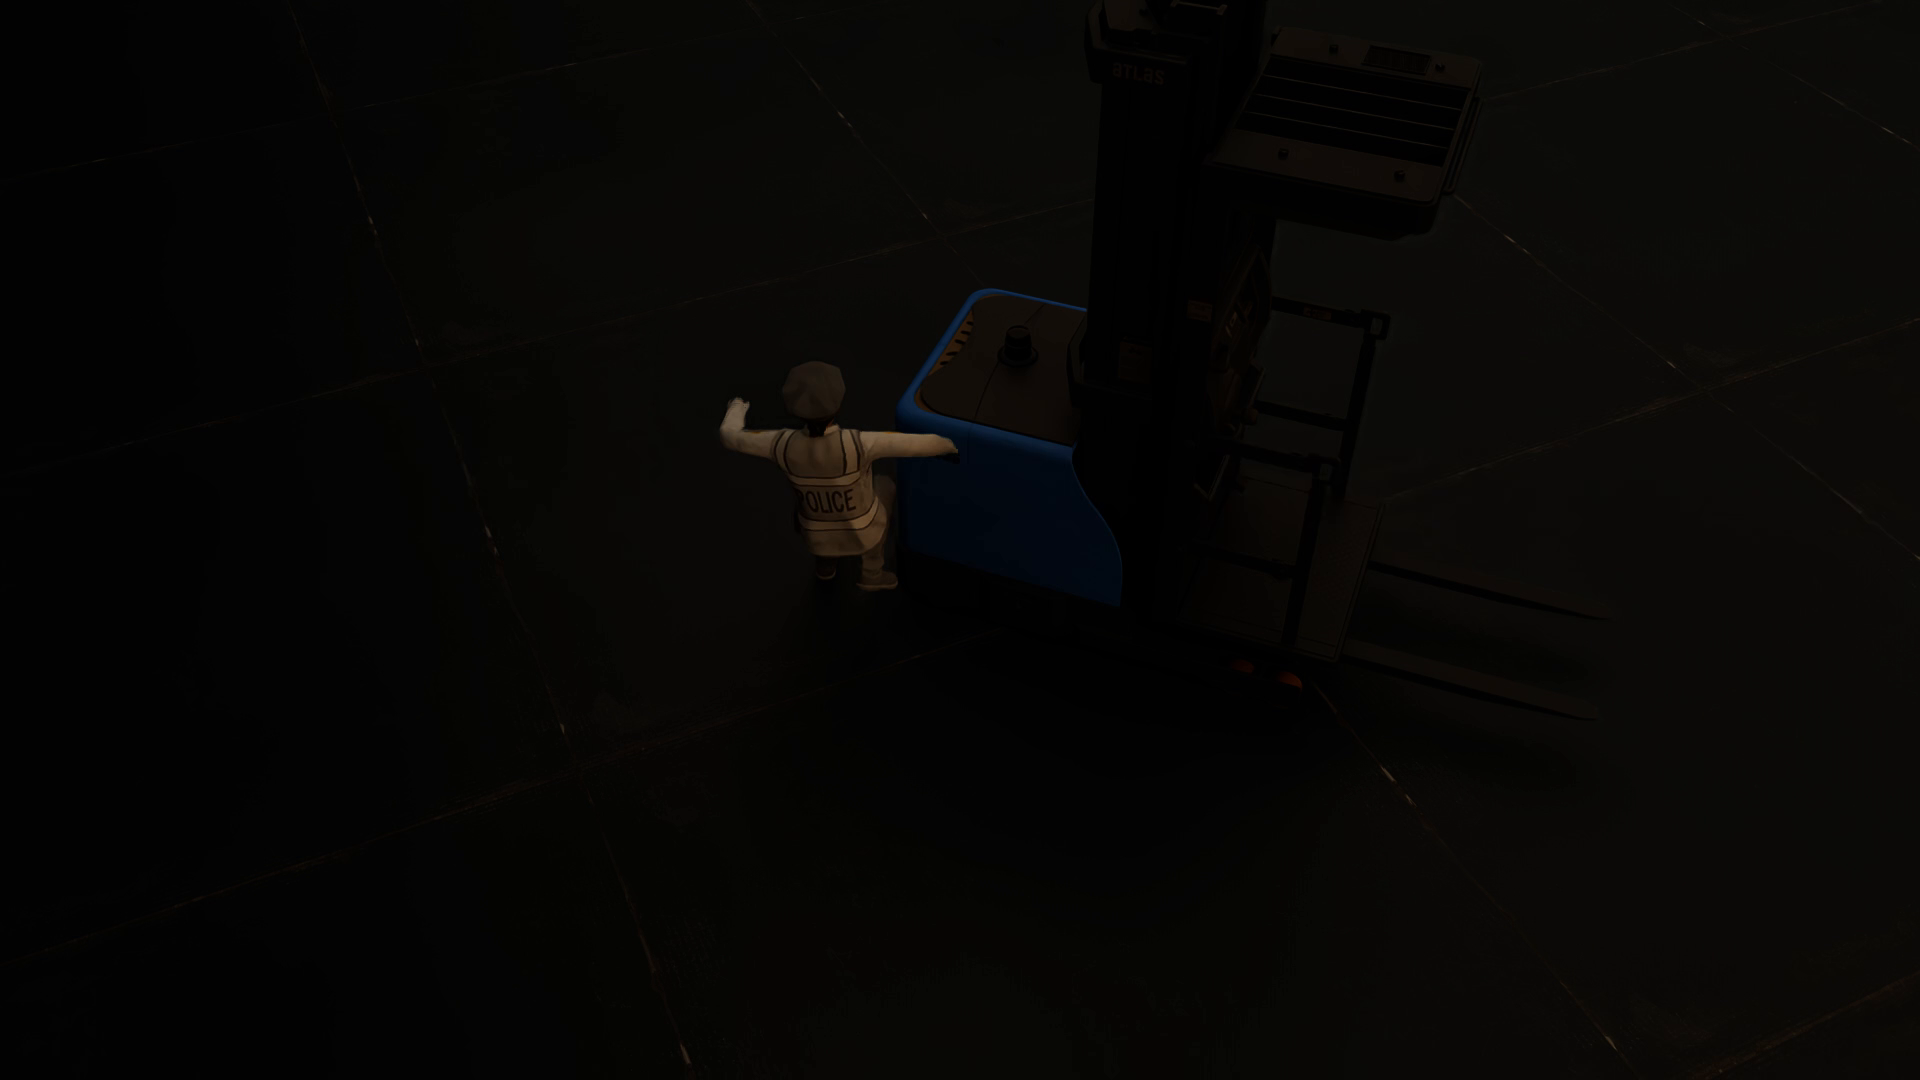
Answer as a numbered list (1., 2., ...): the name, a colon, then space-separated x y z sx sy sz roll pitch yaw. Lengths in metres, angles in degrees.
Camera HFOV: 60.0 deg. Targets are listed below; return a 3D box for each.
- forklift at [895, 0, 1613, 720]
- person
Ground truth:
1. forklift: 1.285 -0.769 6.504 3.031 2.935 1.130 15 45 15
2. person: -0.482 -0.270 7.036 1.009 1.464 0.786 1 43 1
